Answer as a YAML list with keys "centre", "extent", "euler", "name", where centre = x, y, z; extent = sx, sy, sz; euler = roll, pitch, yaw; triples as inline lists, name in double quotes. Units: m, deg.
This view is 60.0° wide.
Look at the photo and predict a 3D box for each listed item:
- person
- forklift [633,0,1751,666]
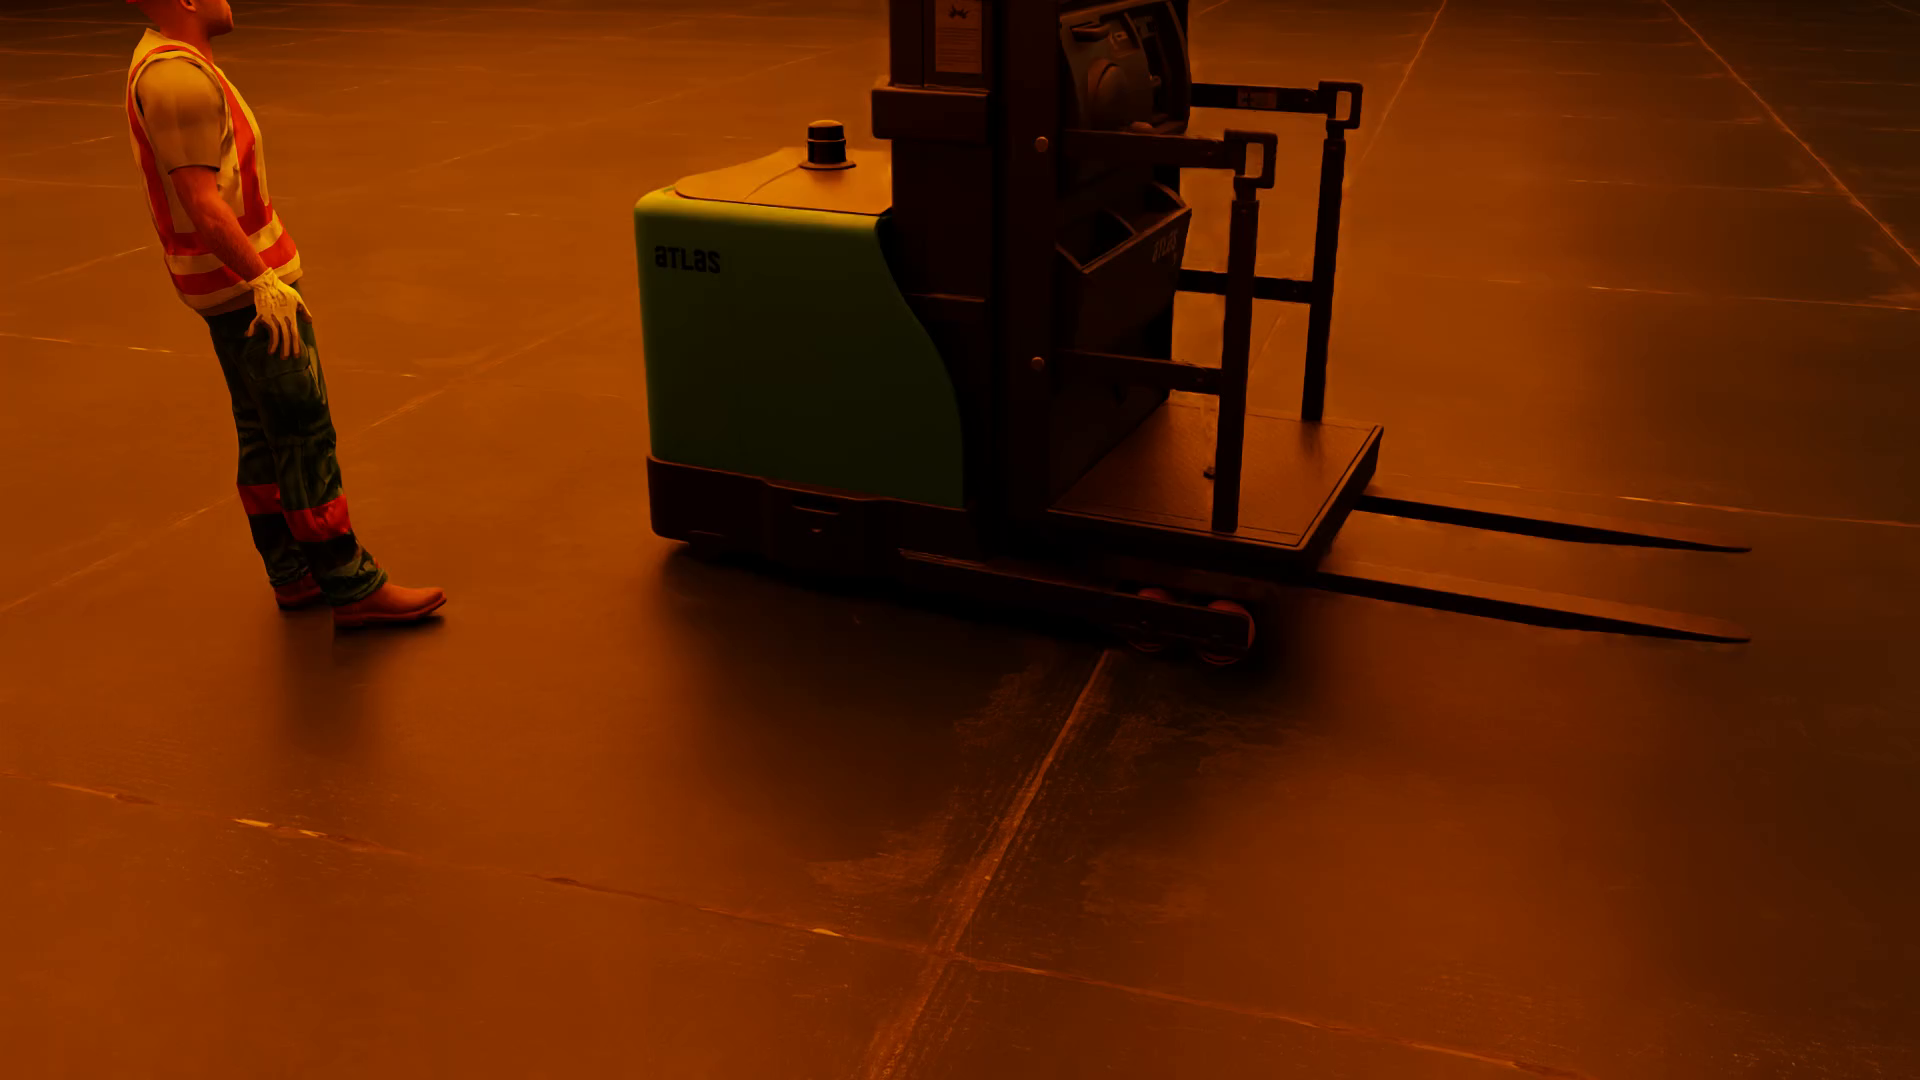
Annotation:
- centre: [-1.798, -0.668, 4.375]
  extent: [0.565, 1.787, 0.638]
  euler: [-12, 25, -26]
  name: "person"
- centre: [0.629, -1.259, 4.329]
  extent: [3.031, 2.935, 1.130]
  euler: [10, 24, 22]
  name: "forklift"
